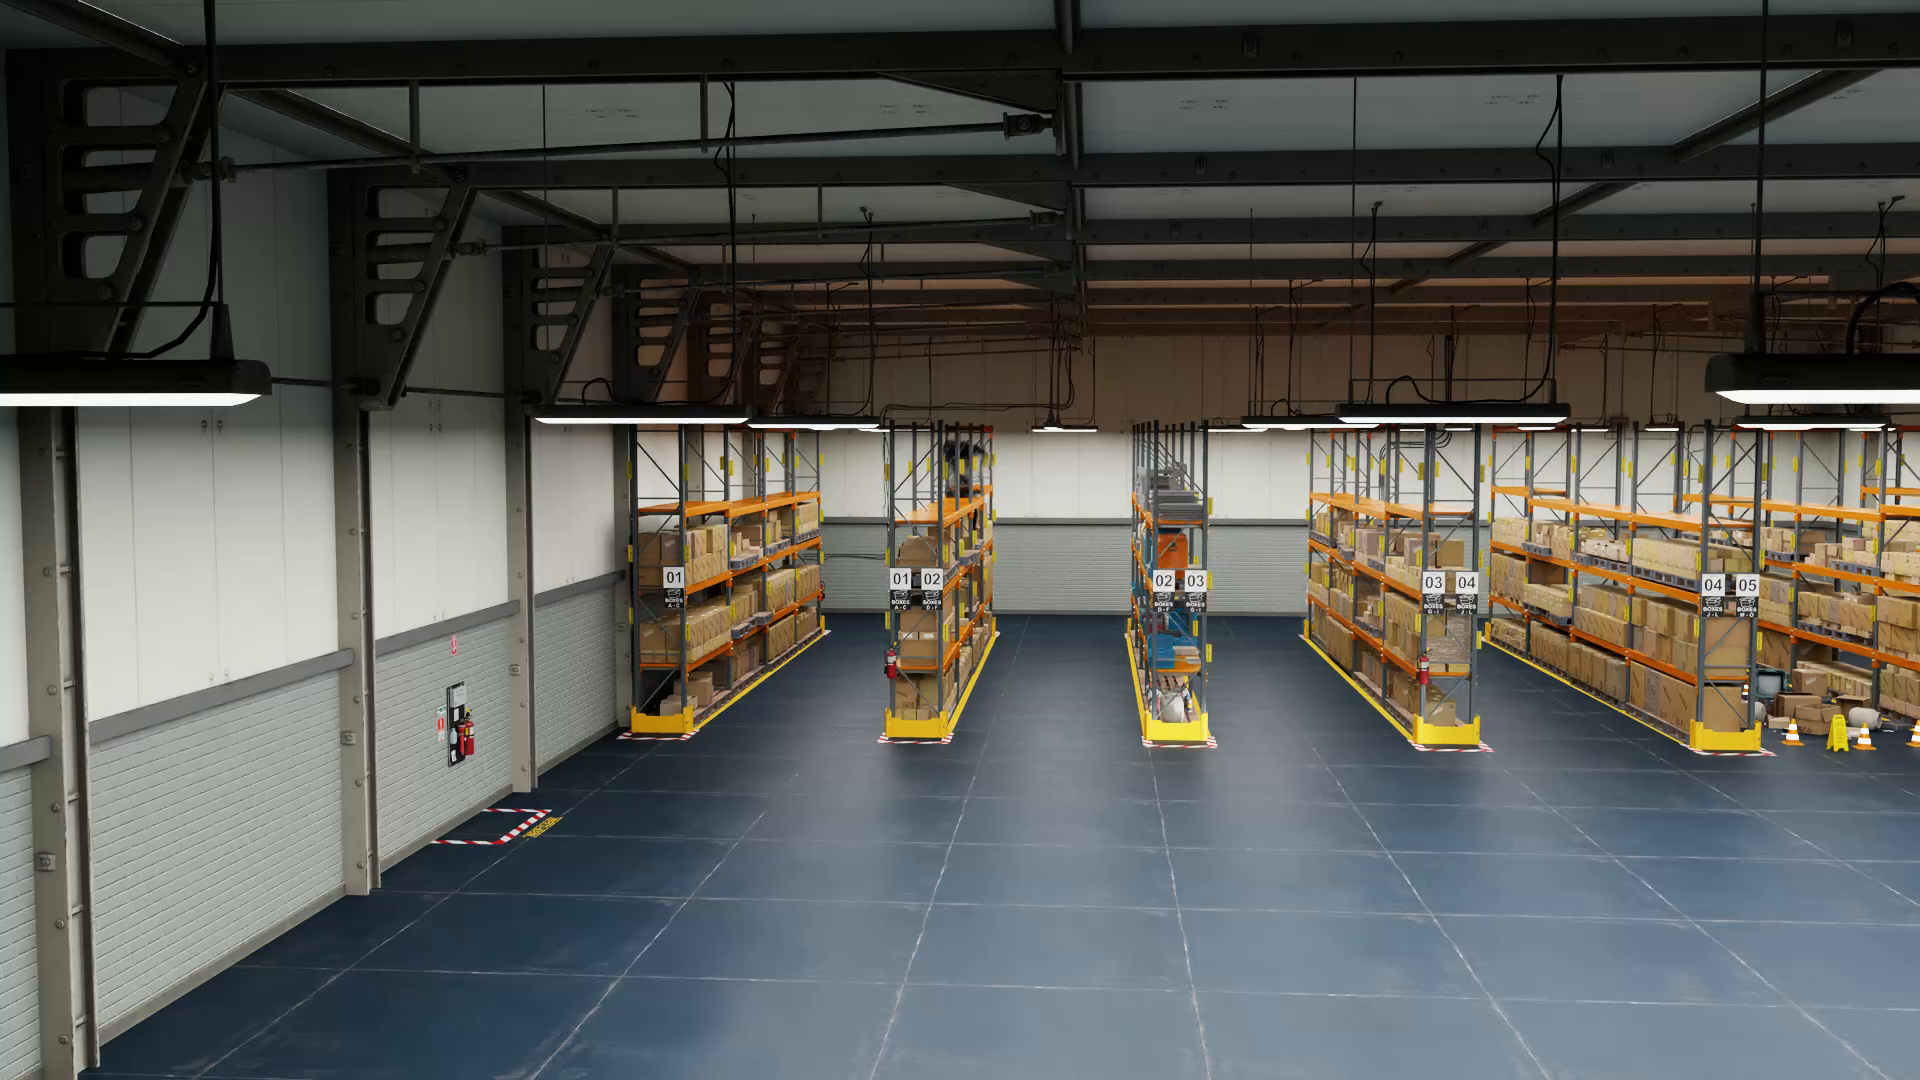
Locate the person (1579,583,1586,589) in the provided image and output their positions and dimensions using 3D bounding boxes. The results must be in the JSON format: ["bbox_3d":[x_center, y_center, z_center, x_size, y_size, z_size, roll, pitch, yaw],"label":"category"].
[{"bbox_3d":[16.716,2.050,44.549,0.705,1.779,0.878,0,4,-7],"label":"person"}]

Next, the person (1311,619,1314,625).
[{"bbox_3d":[10.560,1.846,48.338,0.847,1.670,0.571,2,4,30],"label":"person"}]
